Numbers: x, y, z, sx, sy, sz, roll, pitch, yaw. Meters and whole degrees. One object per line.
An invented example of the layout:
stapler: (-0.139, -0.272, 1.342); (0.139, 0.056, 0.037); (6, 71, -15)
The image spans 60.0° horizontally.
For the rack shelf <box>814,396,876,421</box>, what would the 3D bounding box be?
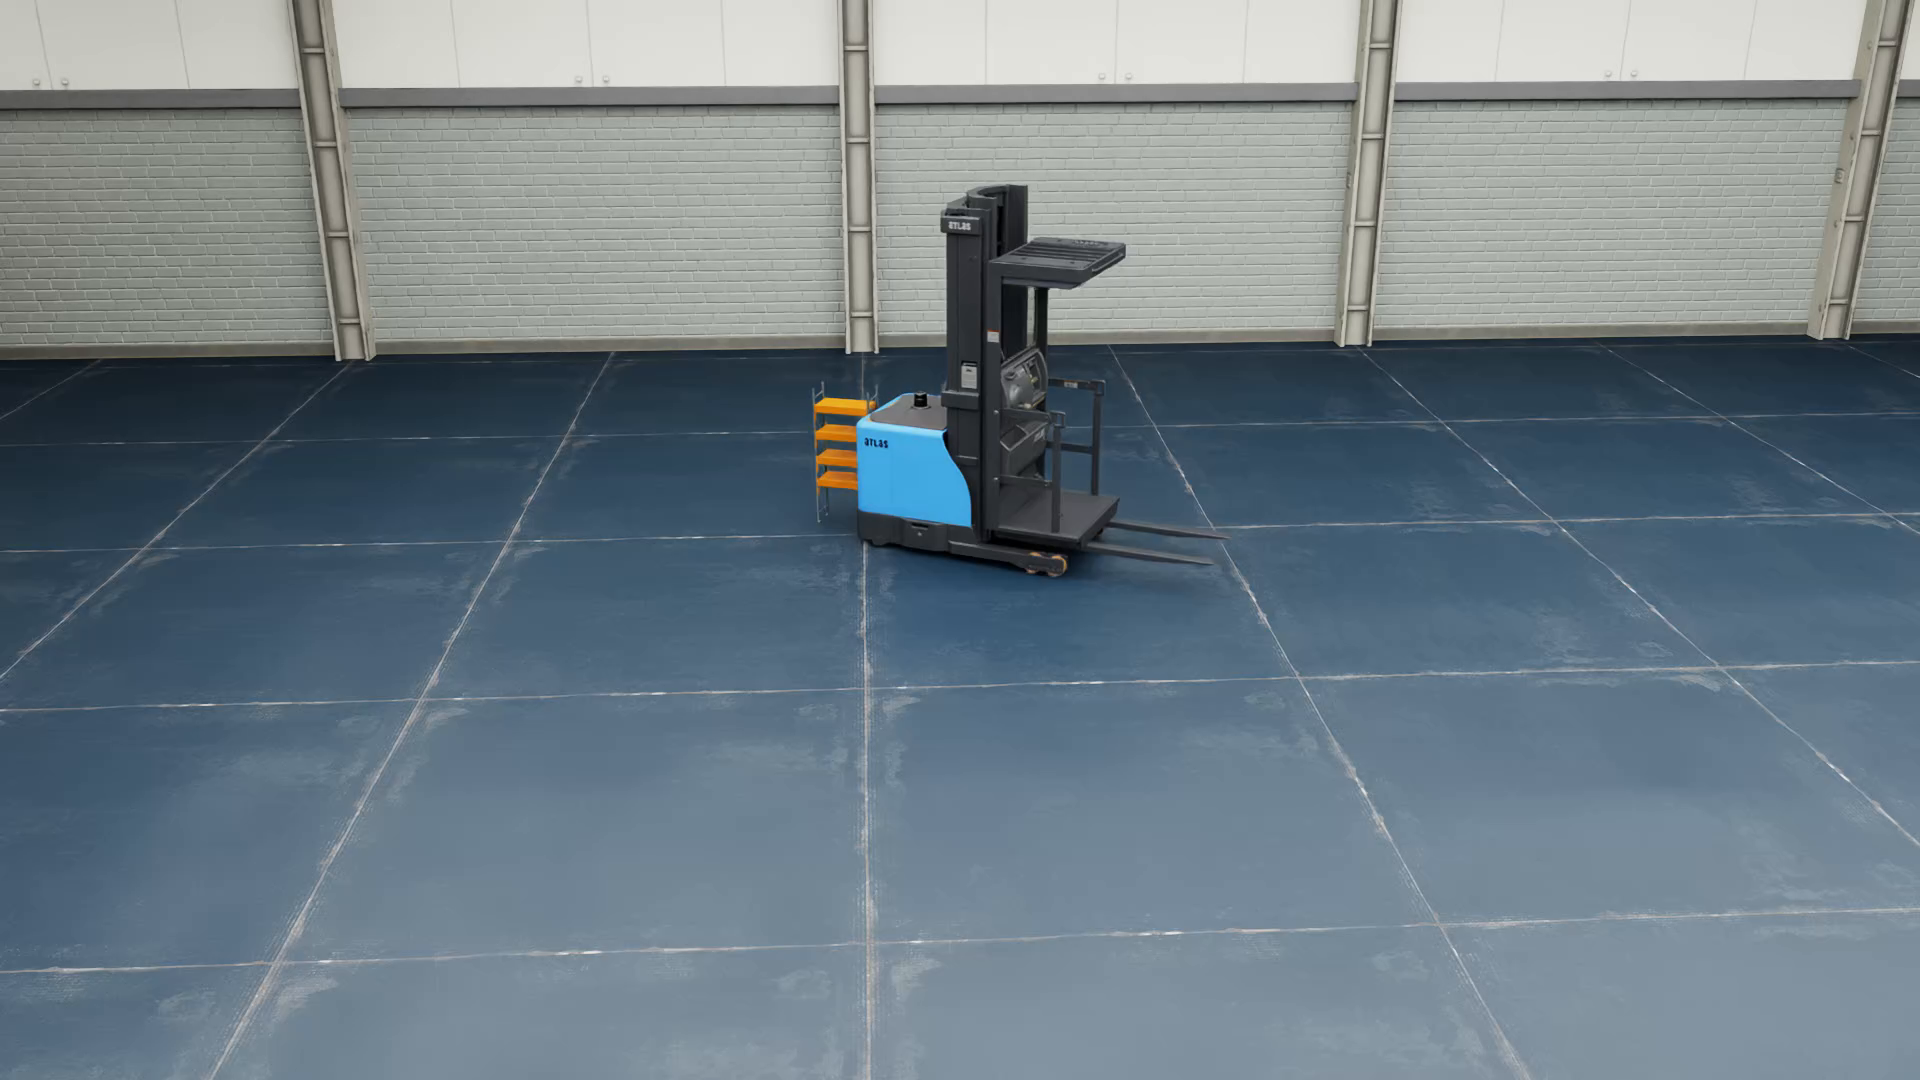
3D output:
rack shelf: (-0.973, -1.102, 14.147); (0.480, 0.148, 0.258); (5, 21, 16)

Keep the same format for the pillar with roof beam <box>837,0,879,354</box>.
pillar with roof beam: (-0.933, -4.968, 14.455); (0.400, 9.000, 9.100); (-1, 21, -3)

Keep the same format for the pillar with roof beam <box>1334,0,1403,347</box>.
pillar with roof beam: (5.057, -5.090, 14.775); (0.400, 9.000, 9.100); (-1, 21, -3)

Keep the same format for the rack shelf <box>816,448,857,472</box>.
rack shelf: (-0.968, -0.671, 14.308); (0.480, 0.148, 0.258); (5, 21, 16)

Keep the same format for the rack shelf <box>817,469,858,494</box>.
rack shelf: (-0.966, -0.485, 14.377); (0.480, 0.148, 0.258); (5, 21, 16)

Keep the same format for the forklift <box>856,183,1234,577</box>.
forklift: (0.701, -1.291, 13.323); (3.031, 2.935, 1.130); (8, 22, 21)

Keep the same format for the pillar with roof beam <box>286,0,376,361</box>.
pillar with roof beam: (-6.923, -4.847, 14.135); (0.400, 9.000, 9.100); (-1, 21, -3)

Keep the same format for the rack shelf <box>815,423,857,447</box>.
rack shelf: (-0.970, -0.880, 14.230); (0.480, 0.148, 0.258); (5, 21, 16)

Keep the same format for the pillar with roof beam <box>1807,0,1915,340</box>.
pillar with roof beam: (11.047, -5.212, 15.095); (0.400, 9.000, 9.100); (-1, 21, -3)

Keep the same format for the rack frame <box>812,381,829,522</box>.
rack frame: (-1.202, -0.756, 14.351); (0.015, 1.200, 0.240); (5, 21, 16)

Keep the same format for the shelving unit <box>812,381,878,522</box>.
shelving unit: (-0.969, -0.734, 14.284); (0.503, 1.200, 0.258); (5, 21, 16)

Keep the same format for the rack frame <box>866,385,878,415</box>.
rack frame: (-0.735, -0.711, 14.218); (0.015, 1.200, 0.240); (5, 21, 16)
